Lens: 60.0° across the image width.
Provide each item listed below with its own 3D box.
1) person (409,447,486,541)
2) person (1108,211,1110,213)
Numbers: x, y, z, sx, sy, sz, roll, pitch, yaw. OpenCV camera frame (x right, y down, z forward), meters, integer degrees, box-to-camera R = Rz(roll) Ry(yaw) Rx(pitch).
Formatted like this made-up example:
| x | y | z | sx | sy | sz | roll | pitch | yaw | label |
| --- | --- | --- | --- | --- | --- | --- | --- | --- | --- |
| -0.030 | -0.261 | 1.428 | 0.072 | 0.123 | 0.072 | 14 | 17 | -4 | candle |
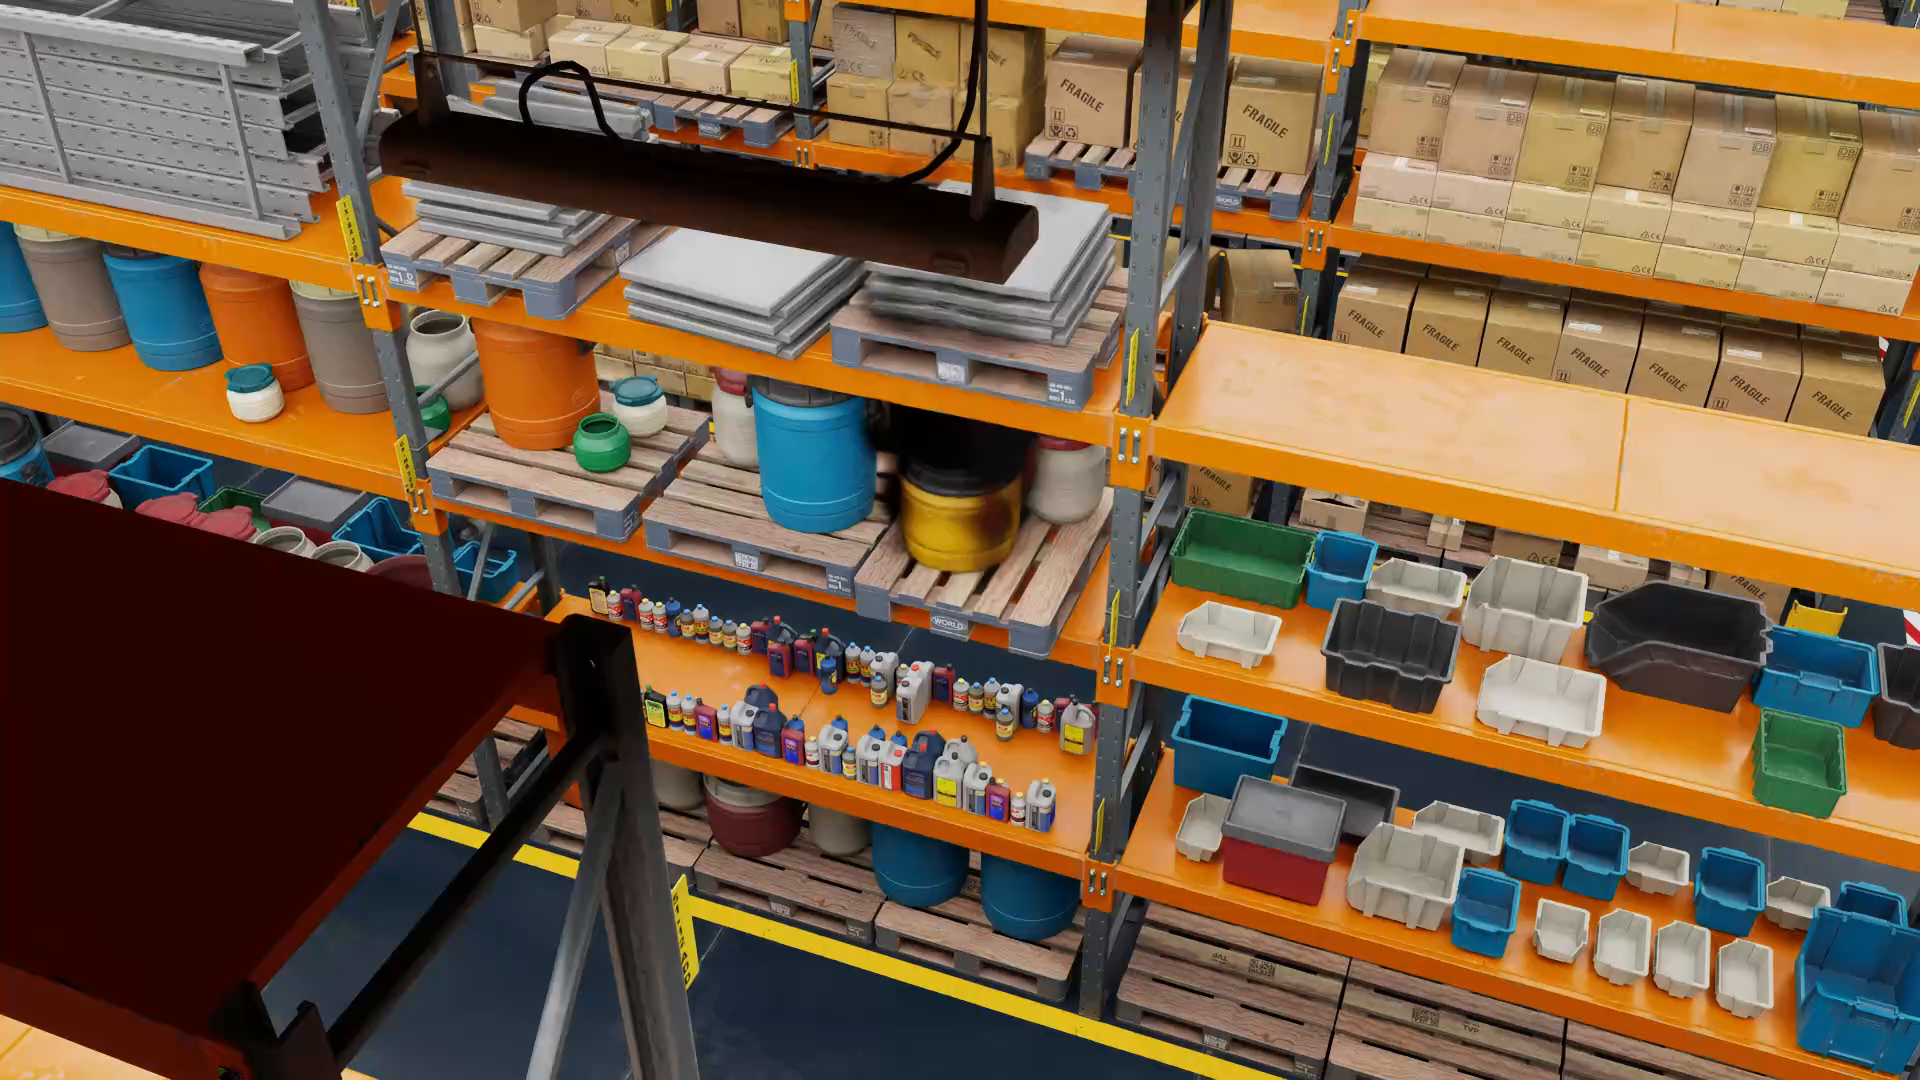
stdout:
| x | y | z | sx | sy | sz | roll | pitch | yaw | label |
| --- | --- | --- | --- | --- | --- | --- | --- | --- | --- |
| -4.121 | -0.736 | 12.950 | 0.828 | 1.738 | 0.557 | 9 | 37 | 12 | person |
| 1.250 | -2.808 | 15.860 | 0.736 | 1.568 | 0.538 | 8 | 37 | 11 | person |
